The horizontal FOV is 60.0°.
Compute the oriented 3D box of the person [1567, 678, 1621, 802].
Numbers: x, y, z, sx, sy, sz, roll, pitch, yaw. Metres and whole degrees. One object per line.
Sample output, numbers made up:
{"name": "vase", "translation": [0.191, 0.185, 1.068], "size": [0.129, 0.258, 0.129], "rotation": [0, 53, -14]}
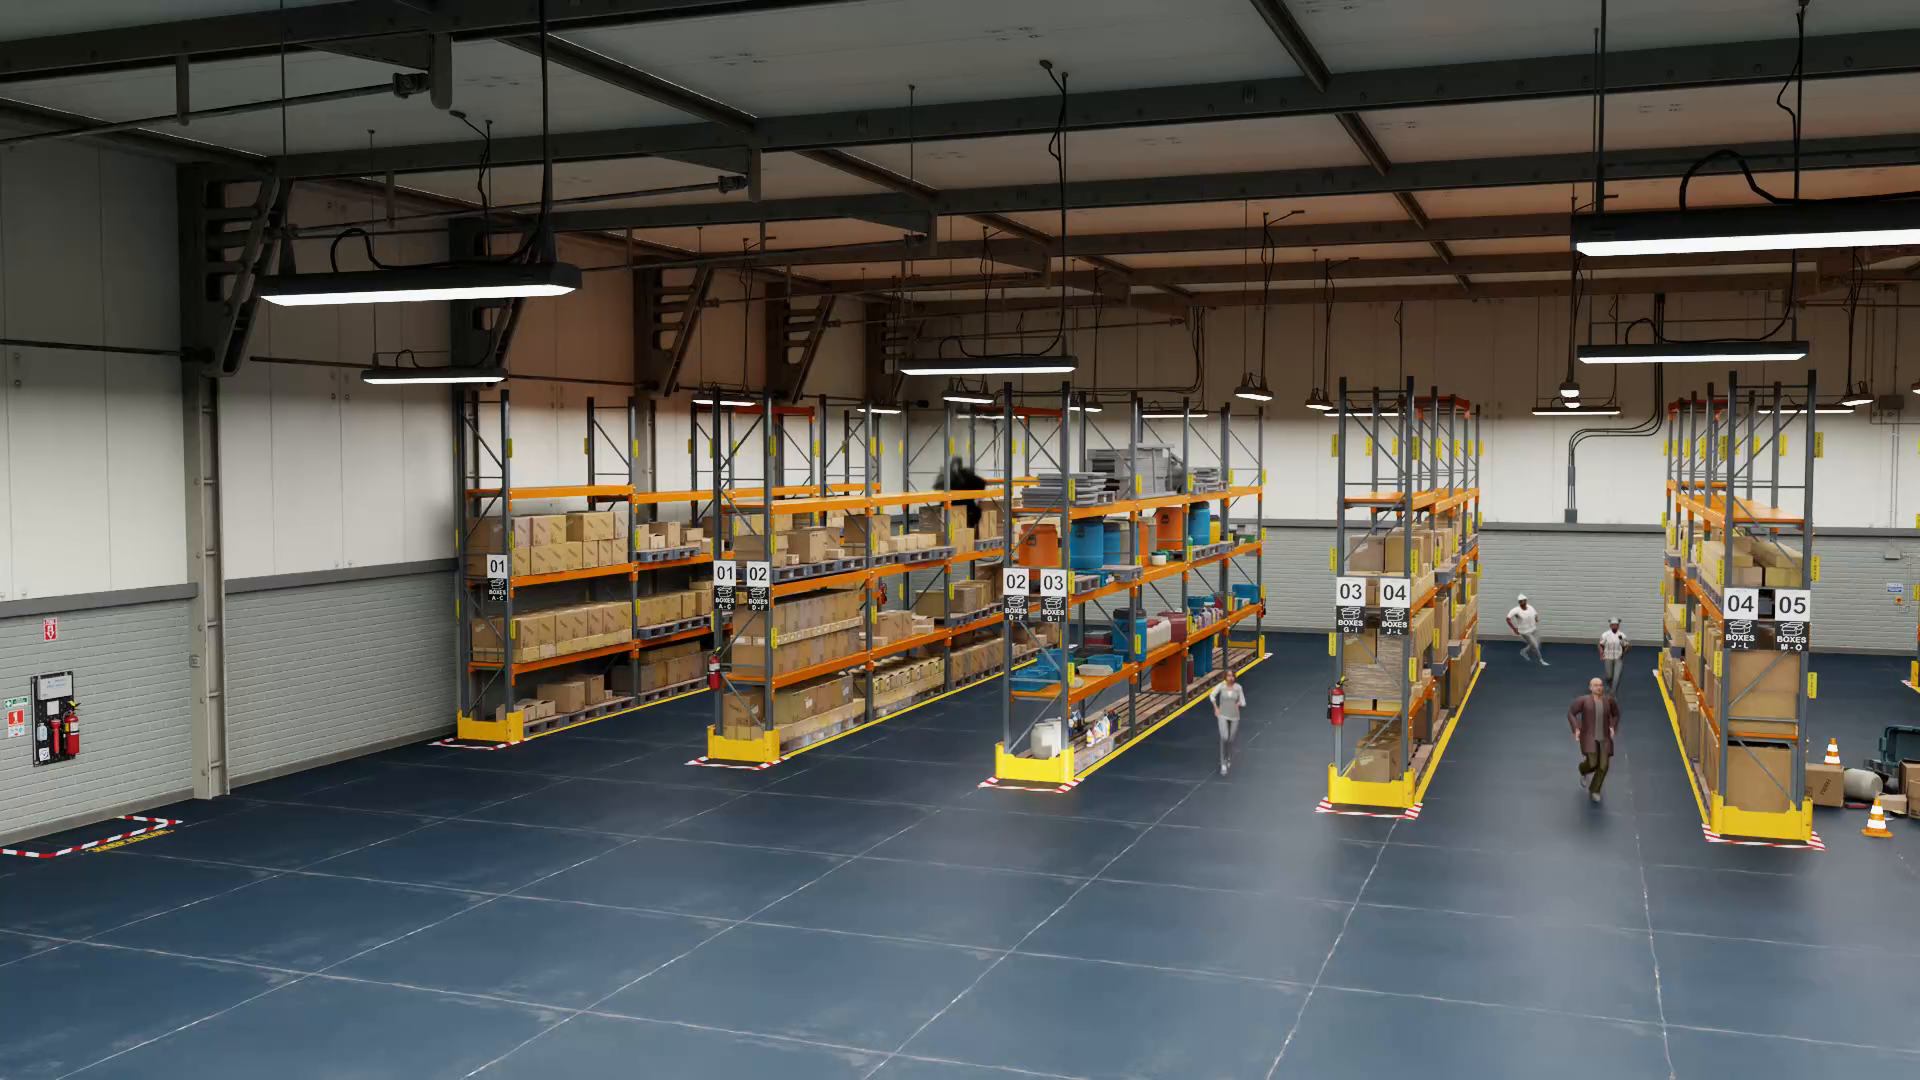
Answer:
{"name": "person", "translation": [9.088, 2.841, 23.802], "size": [0.723, 1.747, 0.634], "rotation": [0, 3, 4]}

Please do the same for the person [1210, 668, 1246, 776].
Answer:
{"name": "person", "translation": [4.142, 2.794, 25.659], "size": [0.517, 1.639, 0.714], "rotation": [0, 3, -2]}

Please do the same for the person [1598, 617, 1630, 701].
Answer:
{"name": "person", "translation": [13.019, 2.364, 33.116], "size": [0.583, 1.662, 0.558], "rotation": [1, 3, 18]}

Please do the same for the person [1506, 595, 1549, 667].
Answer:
{"name": "person", "translation": [13.056, 2.079, 38.300], "size": [0.778, 1.666, 0.730], "rotation": [-2, 4, -29]}
